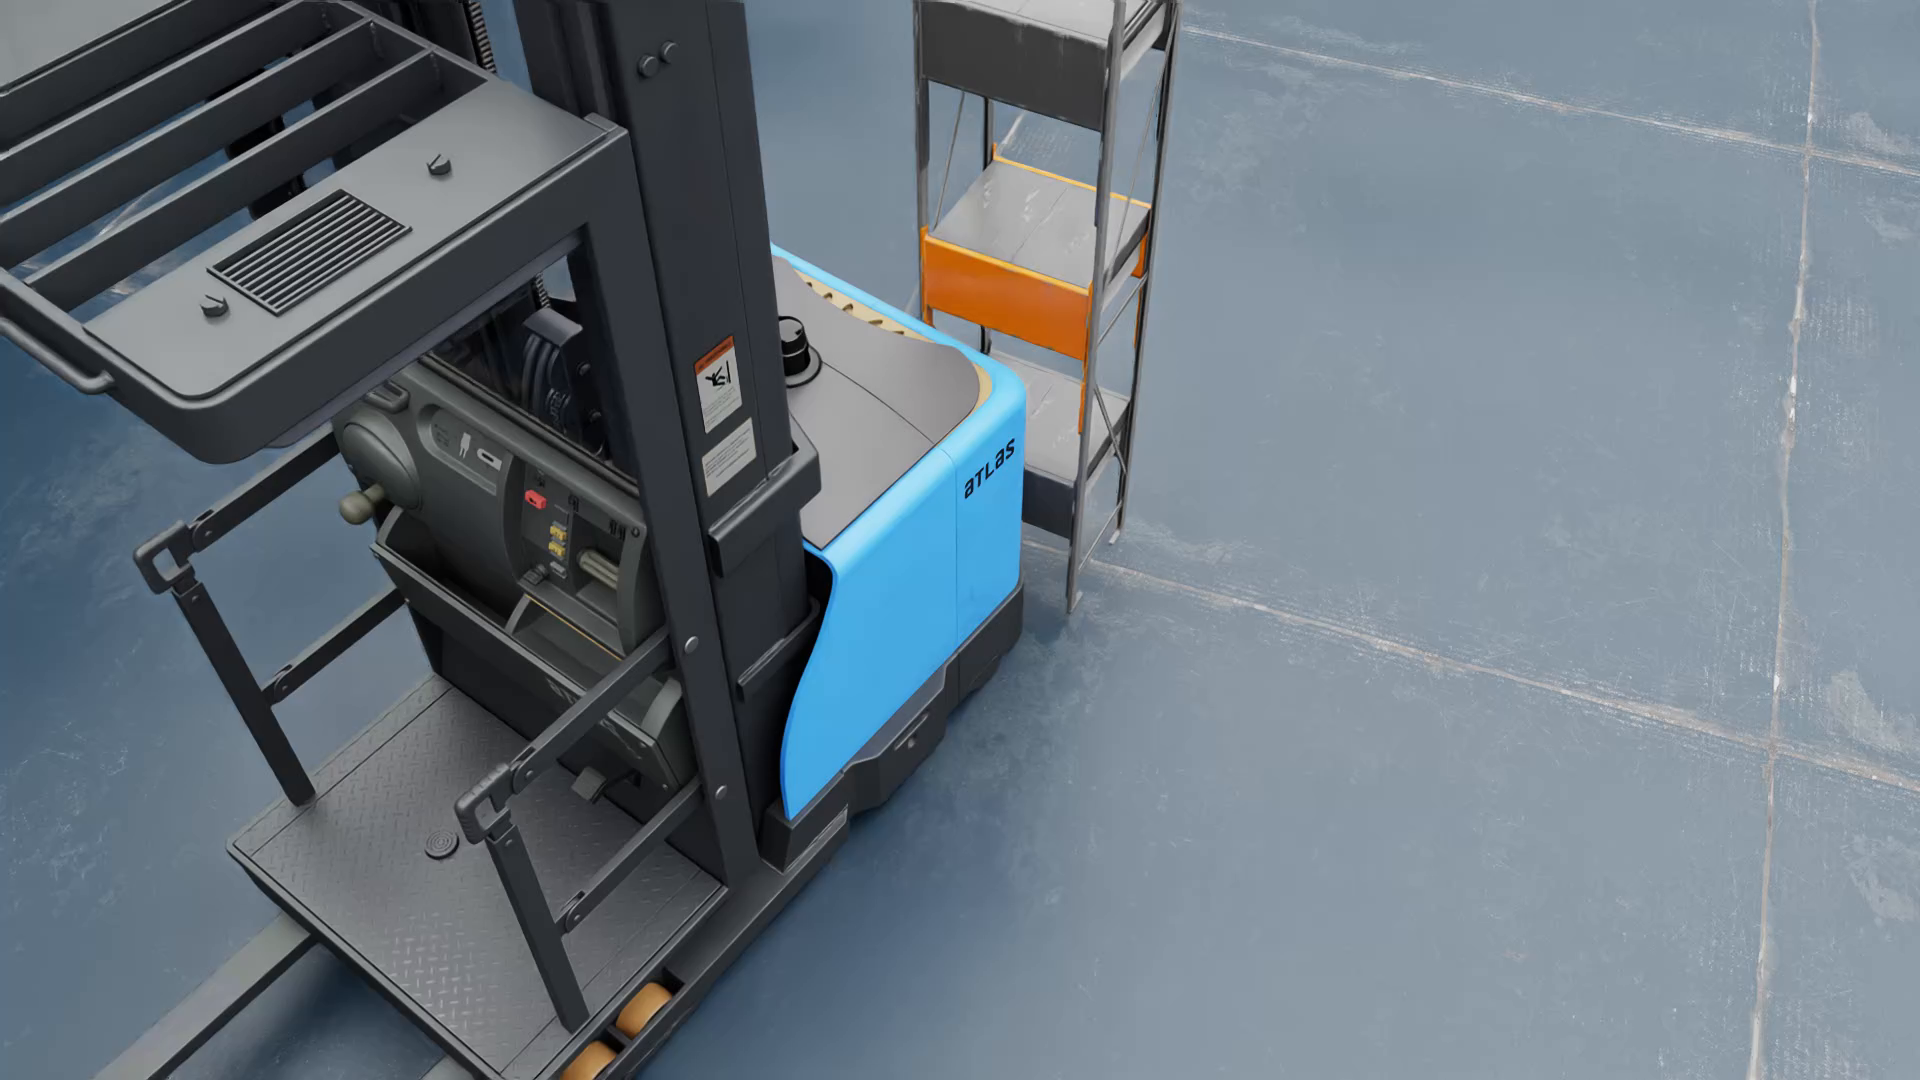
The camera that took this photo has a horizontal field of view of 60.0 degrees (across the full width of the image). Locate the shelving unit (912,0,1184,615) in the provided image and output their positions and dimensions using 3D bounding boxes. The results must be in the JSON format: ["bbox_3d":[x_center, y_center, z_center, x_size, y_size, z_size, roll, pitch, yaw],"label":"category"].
[{"bbox_3d":[0.207,-0.683,4.452,0.503,2.100,0.431,22,52,18],"label":"shelving unit"}]

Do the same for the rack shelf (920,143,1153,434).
[{"bbox_3d":[0.207,-0.674,4.463,0.480,0.518,0.431,22,52,18],"label":"rack shelf"}]

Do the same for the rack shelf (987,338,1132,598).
[{"bbox_3d":[0.207,-0.215,4.992,0.480,0.518,0.431,22,52,18],"label":"rack shelf"}]

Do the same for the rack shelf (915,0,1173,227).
[{"bbox_3d":[0.207,-1.132,3.934,0.480,0.518,0.431,22,52,18],"label":"rack shelf"}]

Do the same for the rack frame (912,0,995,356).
[{"bbox_3d":[-0.009,-0.769,4.527,0.015,2.100,0.400,22,52,18],"label":"rack frame"}]

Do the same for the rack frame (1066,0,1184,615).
[{"bbox_3d":[0.423,-0.597,4.378,0.015,2.100,0.400,22,52,18],"label":"rack frame"}]

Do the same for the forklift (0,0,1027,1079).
[{"bbox_3d":[-1.112,-0.006,3.316,1.130,2.935,3.031,30,56,24],"label":"forklift"}]
